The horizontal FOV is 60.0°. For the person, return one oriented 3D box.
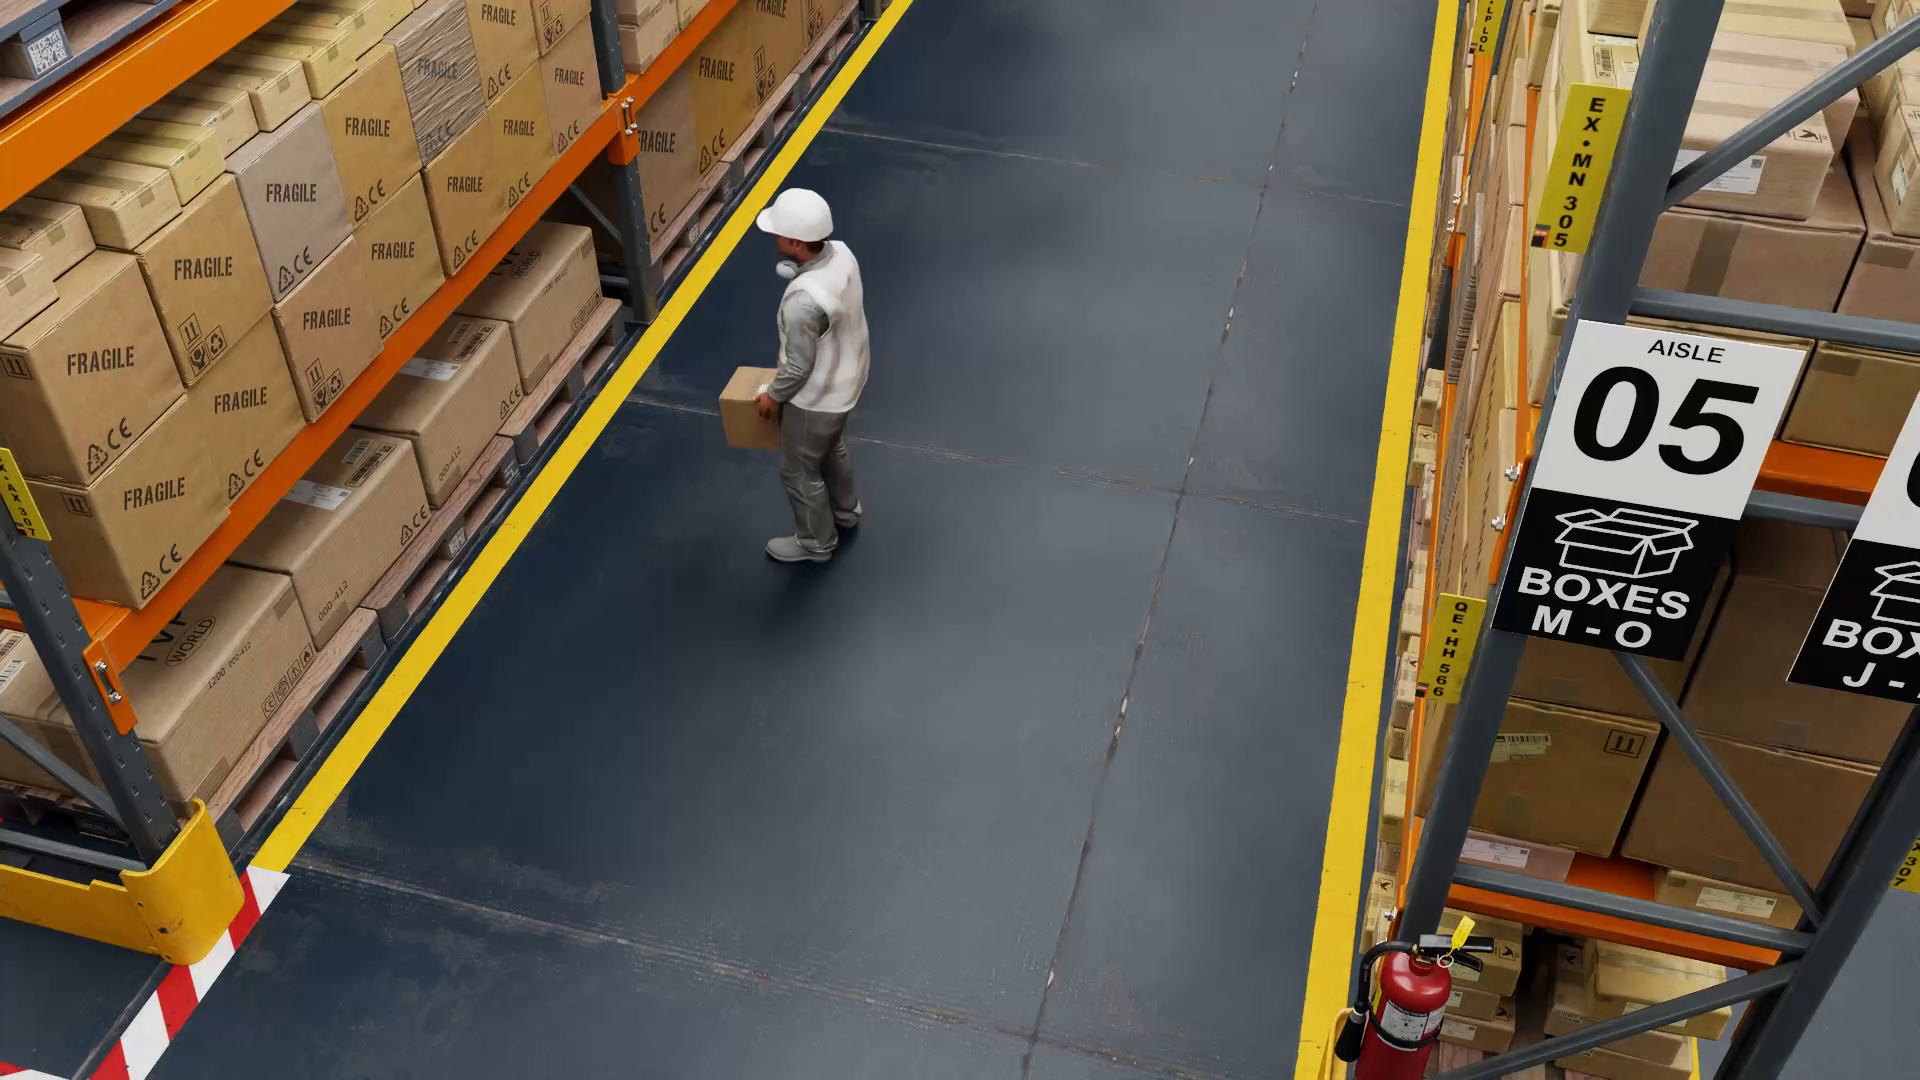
[{"bbox_3d":[-0.610,-0.658,6.895,0.468,1.779,0.551,9,42,10],"label":"person"}]
